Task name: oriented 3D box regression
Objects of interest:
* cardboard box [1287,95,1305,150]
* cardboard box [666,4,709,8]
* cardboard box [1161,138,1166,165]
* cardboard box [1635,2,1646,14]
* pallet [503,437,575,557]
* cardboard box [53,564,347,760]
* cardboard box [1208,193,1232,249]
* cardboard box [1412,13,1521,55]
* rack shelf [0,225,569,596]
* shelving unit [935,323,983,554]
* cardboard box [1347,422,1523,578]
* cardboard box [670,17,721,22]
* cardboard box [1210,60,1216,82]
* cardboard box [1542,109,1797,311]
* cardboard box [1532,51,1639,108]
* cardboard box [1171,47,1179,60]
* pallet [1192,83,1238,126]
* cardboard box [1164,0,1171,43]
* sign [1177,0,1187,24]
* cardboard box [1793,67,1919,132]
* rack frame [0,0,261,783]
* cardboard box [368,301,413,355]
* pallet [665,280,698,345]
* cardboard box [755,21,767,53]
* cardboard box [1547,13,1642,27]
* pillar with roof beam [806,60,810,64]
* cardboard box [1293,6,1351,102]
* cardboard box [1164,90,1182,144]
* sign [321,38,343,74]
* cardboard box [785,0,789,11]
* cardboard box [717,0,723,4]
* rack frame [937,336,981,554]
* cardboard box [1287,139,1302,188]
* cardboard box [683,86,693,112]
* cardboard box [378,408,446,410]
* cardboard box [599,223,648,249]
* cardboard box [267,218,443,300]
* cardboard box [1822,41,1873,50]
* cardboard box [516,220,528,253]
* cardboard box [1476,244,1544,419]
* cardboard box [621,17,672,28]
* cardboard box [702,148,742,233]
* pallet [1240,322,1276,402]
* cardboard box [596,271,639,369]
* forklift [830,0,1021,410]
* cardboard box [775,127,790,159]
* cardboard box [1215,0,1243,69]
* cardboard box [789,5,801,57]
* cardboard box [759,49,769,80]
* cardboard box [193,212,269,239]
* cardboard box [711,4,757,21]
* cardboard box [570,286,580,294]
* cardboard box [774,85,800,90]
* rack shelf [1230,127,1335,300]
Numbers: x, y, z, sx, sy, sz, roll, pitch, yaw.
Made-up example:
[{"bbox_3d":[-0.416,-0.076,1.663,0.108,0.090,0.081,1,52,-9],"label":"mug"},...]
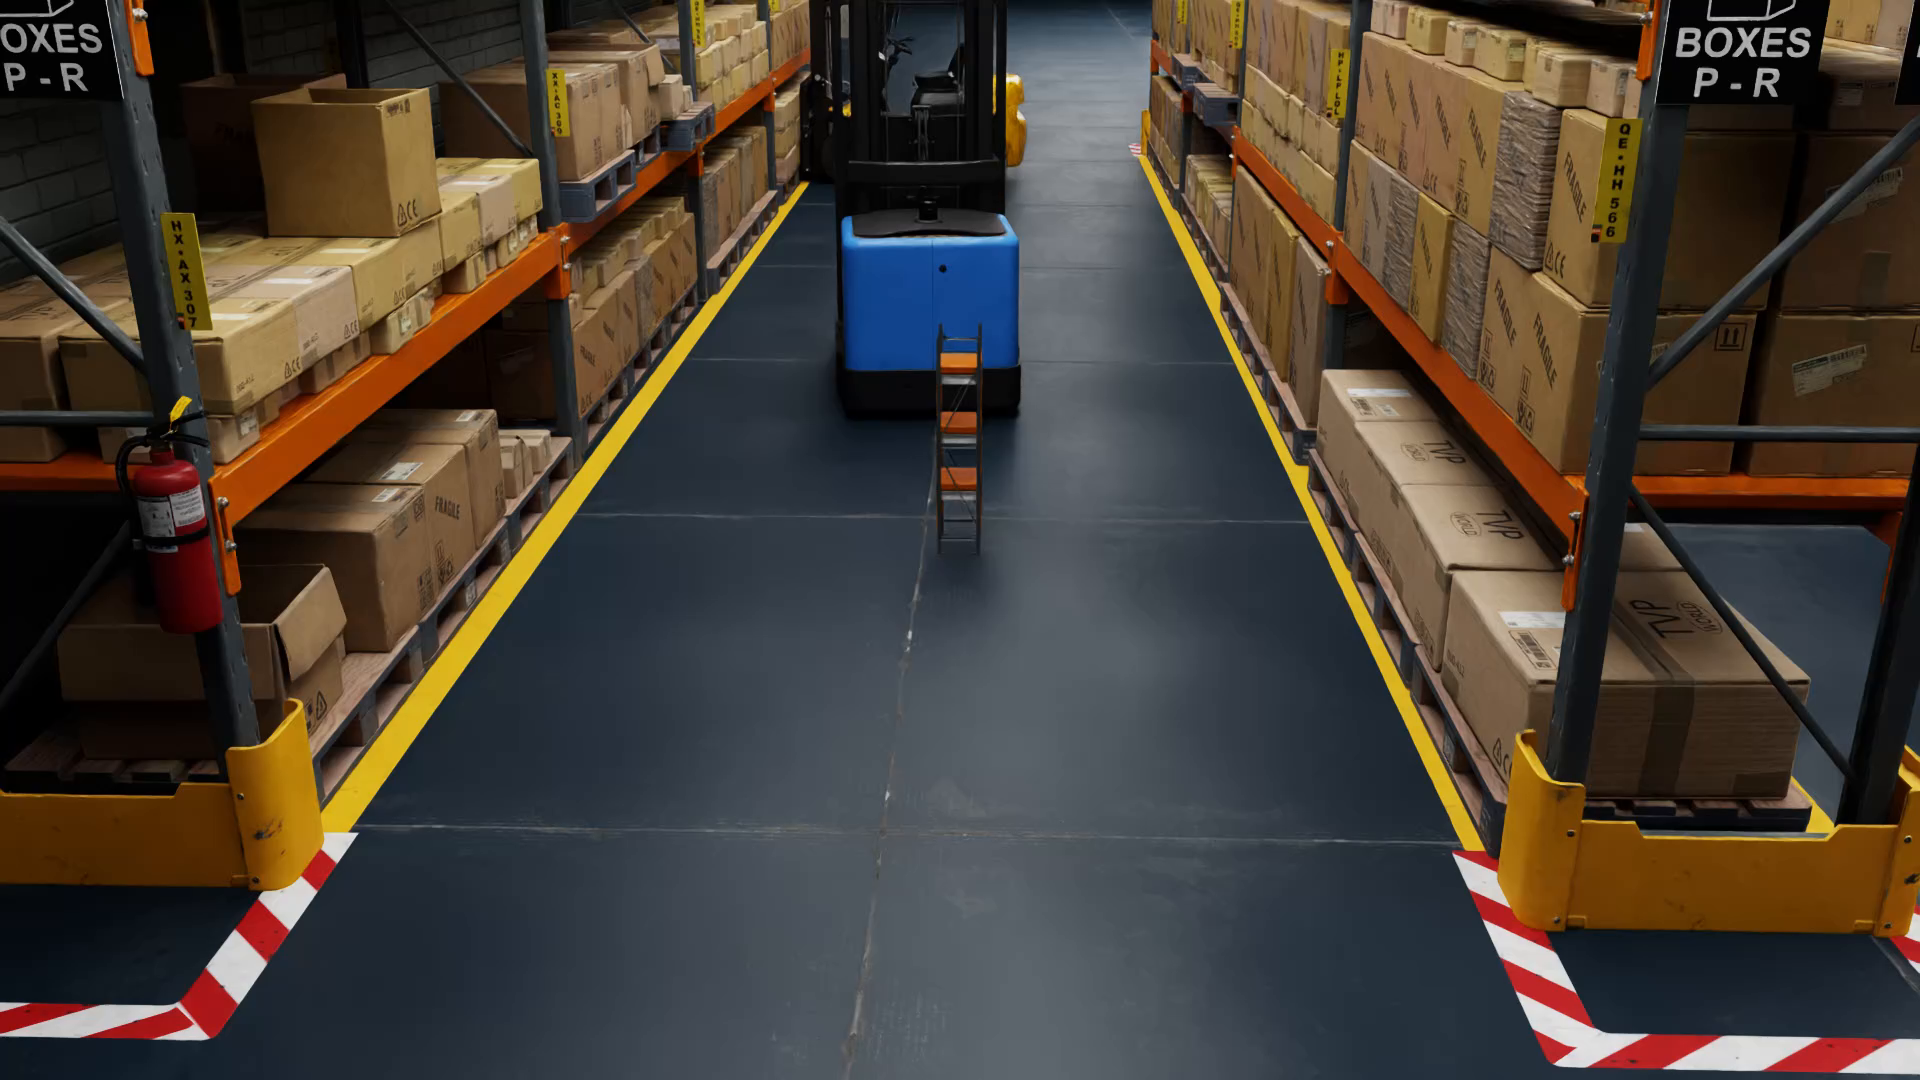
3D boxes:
[{"bbox_3d":[2.191,-2.427,9.654,0.500,0.250,0.500,1,21,3],"label":"cardboard box"},{"bbox_3d":[-2.540,-4.904,15.486,0.380,0.149,0.250,0,21,0],"label":"cardboard box"},{"bbox_3d":[2.422,-4.134,17.756,0.500,0.250,0.500,1,21,2],"label":"cardboard box"},{"bbox_3d":[7.641,-5.398,17.586,0.875,0.550,0.500,1,21,2],"label":"cardboard box"},{"bbox_3d":[-2.580,-0.239,8.353,1.003,0.211,1.213,1,21,2],"label":"pallet"},{"bbox_3d":[-2.566,0.407,5.704,0.797,0.503,0.637,0,21,-1],"label":"cardboard box"},{"bbox_3d":[2.567,-2.622,13.692,0.950,0.372,0.625,0,21,1],"label":"cardboard box"},{"bbox_3d":[2.071,-2.067,6.793,0.380,0.149,0.250,0,21,0],"label":"cardboard box"},{"bbox_3d":[-2.619,-0.729,6.755,1.077,0.370,4.000,1,21,2],"label":"rack shelf"},{"bbox_3d":[-0.002,-0.470,7.789,0.215,1.050,0.252,1,21,2],"label":"shelving unit"},{"bbox_3d":[2.251,-0.186,7.322,0.875,0.438,0.875,0,21,0],"label":"cardboard box"},{"bbox_3d":[-2.192,-4.256,13.817,0.380,0.149,0.250,1,21,2],"label":"cardboard box"},{"bbox_3d":[2.209,-3.760,13.339,0.380,0.149,0.250,1,21,3],"label":"cardboard box"},{"bbox_3d":[2.059,-0.977,4.881,0.500,0.500,0.500,1,21,3],"label":"cardboard box"},{"bbox_3d":[2.000,-1.421,5.128,0.380,0.149,0.250,0,21,1],"label":"cardboard box"},{"bbox_3d":[2.380,-4.996,17.106,0.380,0.149,0.250,0,21,1],"label":"cardboard box"},{"bbox_3d":[2.440,-3.350,12.780,1.213,0.211,1.003,1,21,2],"label":"pallet"},{"bbox_3d":[2.443,-5.534,17.596,0.500,0.500,0.500,0,21,1],"label":"cardboard box"},{"bbox_3d":[2.104,-5.033,15.658,0.100,0.325,0.005,1,21,2],"label":"sign"},{"bbox_3d":[2.569,-1.228,4.630,0.380,0.149,0.250,1,21,3],"label":"cardboard box"},{"bbox_3d":[-2.680,-0.341,4.761,1.000,3.000,0.127,1,21,2],"label":"rack frame"},{"bbox_3d":[-2.306,-0.805,6.304,0.380,0.149,0.250,0,21,0],"label":"cardboard box"},{"bbox_3d":[-2.497,-1.664,12.026,1.003,0.211,1.213,1,21,2],"label":"pallet"},{"bbox_3d":[-2.074,-4.663,15.415,0.500,0.250,0.500,0,21,0],"label":"cardboard box"},{"bbox_3d":[2.617,-2.067,6.793,0.380,0.149,0.250,0,21,1],"label":"cardboard box"},{"bbox_3d":[1.553,-12.972,29.022,9.100,9.000,0.400,1,21,2],"label":"pillar with roof beam"},{"bbox_3d":[2.210,-2.781,9.530,0.500,0.500,0.500,1,21,3],"label":"cardboard box"},{"bbox_3d":[2.425,-4.475,17.600,0.500,0.500,0.500,2,21,4],"label":"cardboard box"},{"bbox_3d":[-3.113,-2.332,8.291,0.100,0.325,0.005,1,21,2],"label":"sign"},{"bbox_3d":[-1.965,-5.513,17.054,0.380,0.149,0.250,0,21,1],"label":"cardboard box"},{"bbox_3d":[-2.572,-5.334,16.595,0.380,0.149,0.250,1,21,3],"label":"cardboard box"},{"bbox_3d":[-0.005,-0.426,7.675,0.200,1.050,0.008,1,21,2],"label":"rack frame"},{"bbox_3d":[2.216,-2.195,9.748,0.500,0.250,0.500,0,21,0],"label":"cardboard box"},{"bbox_3d":[-2.073,-3.070,11.562,0.380,0.149,0.250,1,21,3],"label":"cardboard box"},{"bbox_3d":[-2.814,-0.493,8.290,0.500,0.311,0.500,1,21,4],"label":"cardboard box"},{"bbox_3d":[-2.288,-2.006,11.031,0.380,0.149,0.250,0,21,1],"label":"cardboard box"},{"bbox_3d":[-2.375,-1.122,6.569,0.500,0.250,0.500,0,21,0],"label":"cardboard box"},{"bbox_3d":[7.253,-3.736,13.372,0.500,0.500,0.500,0,21,1],"label":"cardboard box"},{"bbox_3d":[-2.301,-1.458,7.986,0.380,0.149,0.250,1,21,3],"label":"cardboard box"},{"bbox_3d":[2.062,-0.693,5.530,0.500,0.500,0.500,0,21,0],"label":"cardboard box"},{"bbox_3d":[-2.601,-4.258,13.820,0.380,0.149,0.250,1,21,3],"label":"cardboard box"},{"bbox_3d":[-2.371,-3.027,14.387,0.875,0.625,0.625,0,21,-1],"label":"cardboard box"},{"bbox_3d":[2.386,-1.156,10.716,1.003,0.211,1.213,1,21,2],"label":"pallet"},{"bbox_3d":[-2.292,-1.363,10.270,0.500,0.500,0.500,0,21,0],"label":"cardboard box"},{"bbox_3d":[-0.276,-2.620,10.730,1.130,2.935,3.031,-2,21,-4],"label":"forklift"},{"bbox_3d":[-1.991,-3.998,16.716,0.500,0.250,0.500,1,21,1],"label":"cardboard box"},{"bbox_3d":[2.266,-3.916,12.844,0.500,0.500,0.500,0,21,1],"label":"cardboard box"},{"bbox_3d":[-1.990,-5.437,17.757,0.500,0.500,0.500,1,21,2],"label":"cardboard box"},{"bbox_3d":[-2.069,-4.425,15.493,0.500,0.250,0.500,1,21,3],"label":"cardboard box"},{"bbox_3d":[-2.878,-1.133,6.599,0.500,0.250,0.500,1,21,2],"label":"cardboard box"},{"bbox_3d":[-2.103,-4.903,15.483,0.380,0.149,0.250,1,21,3],"label":"cardboard box"},{"bbox_3d":[-2.350,-1.348,9.334,0.380,0.149,0.250,0,21,0],"label":"cardboard box"},{"bbox_3d":[-1.933,-4.786,18.055,0.500,0.250,0.500,0,21,1],"label":"cardboard box"},{"bbox_3d":[2.464,-2.122,10.345,1.077,0.370,4.000,1,21,2],"label":"rack shelf"}]
